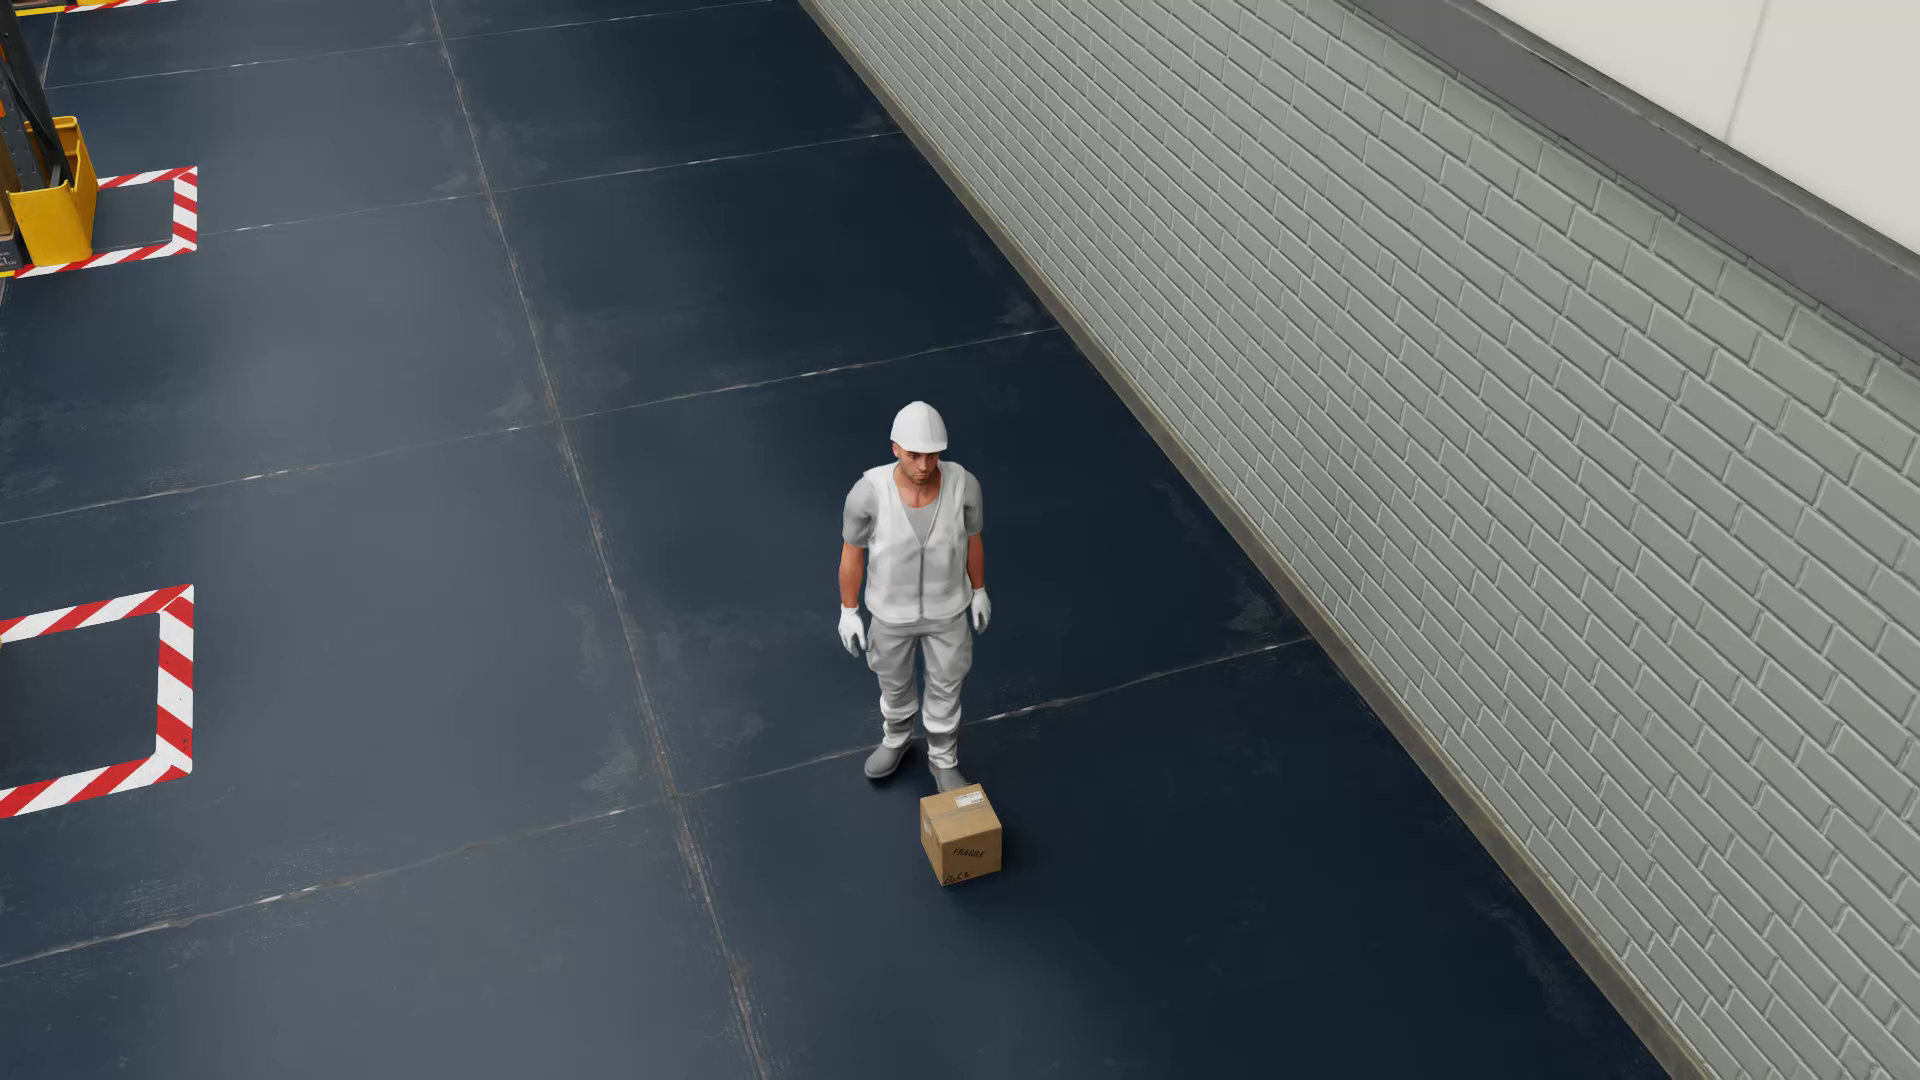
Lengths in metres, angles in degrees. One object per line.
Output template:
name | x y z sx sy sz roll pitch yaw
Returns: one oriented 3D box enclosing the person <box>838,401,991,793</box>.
person | -0.169 0.266 6.400 0.609 1.796 0.451 -5 38 -6
